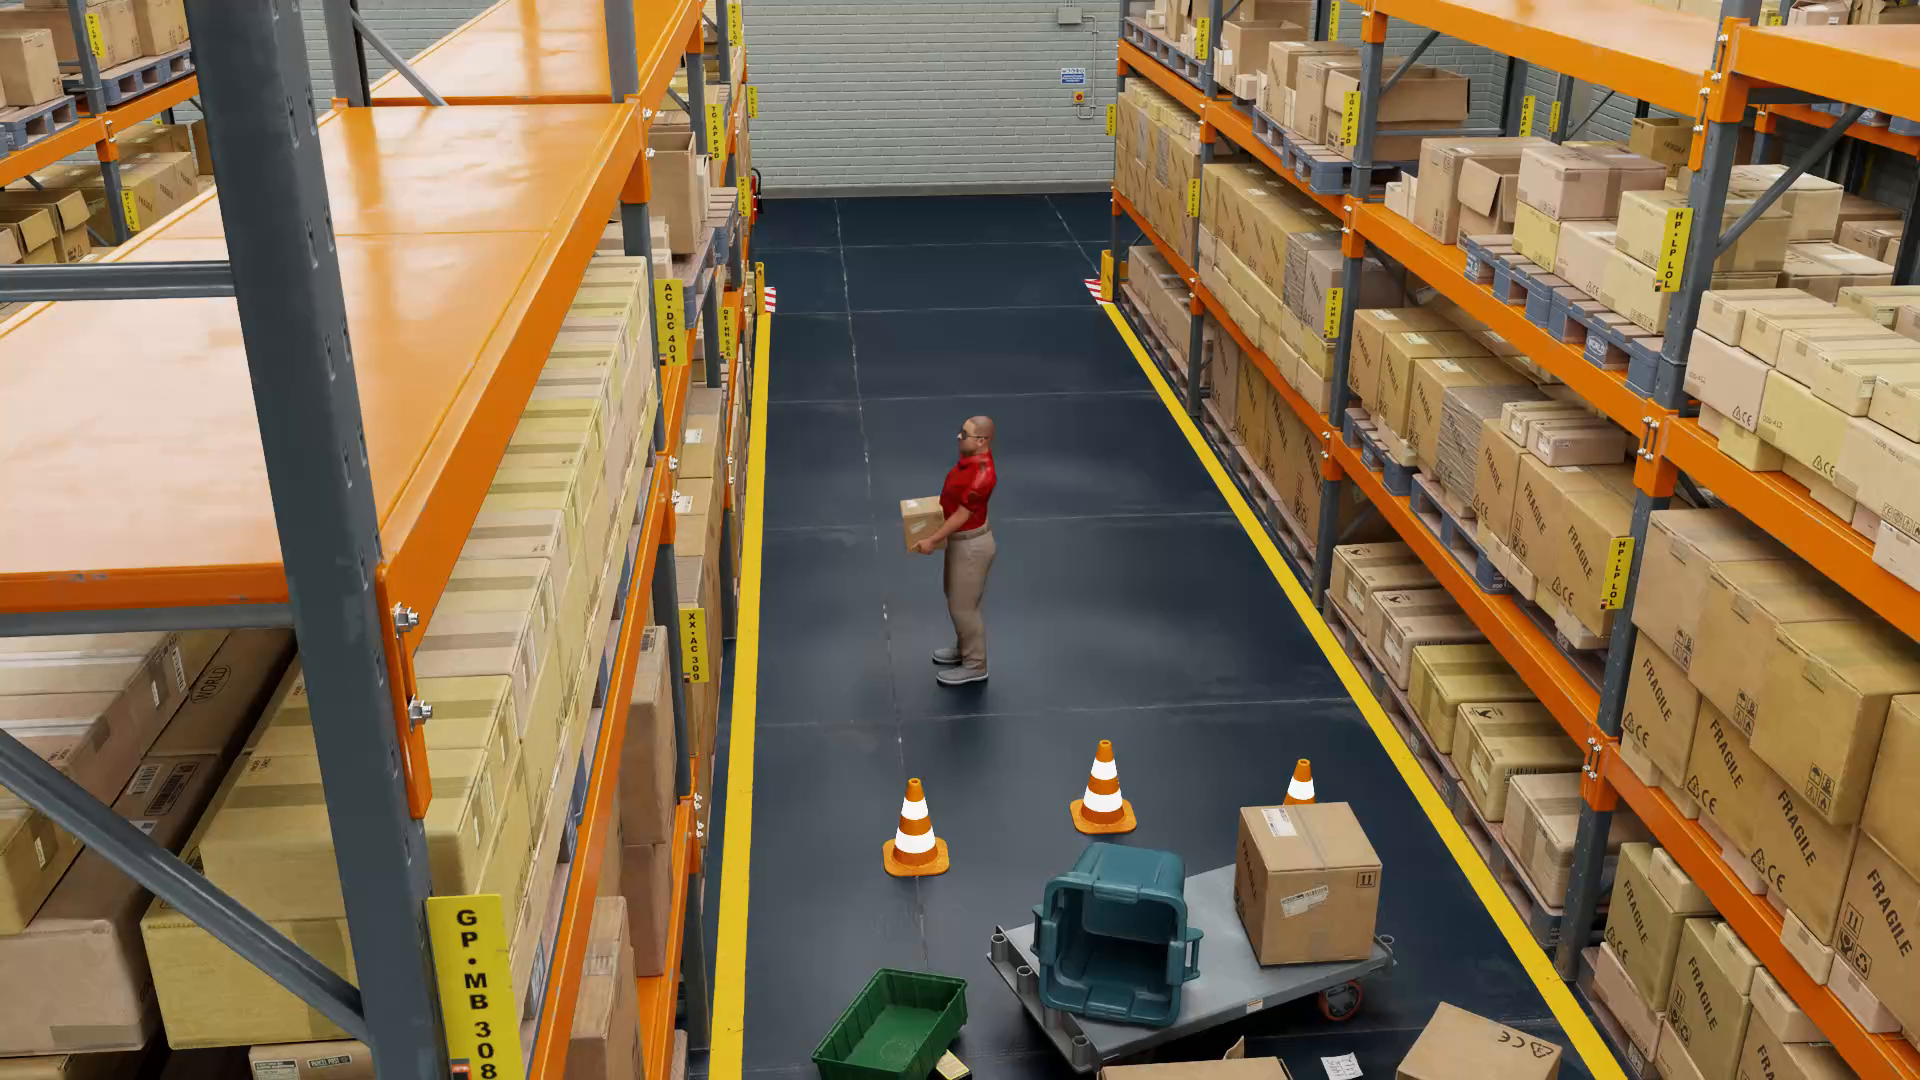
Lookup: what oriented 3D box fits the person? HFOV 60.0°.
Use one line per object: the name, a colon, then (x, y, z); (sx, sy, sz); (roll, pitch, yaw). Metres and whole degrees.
person: (-0.045, 0.050, 10.246); (0.530, 1.712, 0.494); (-2, 24, -5)
